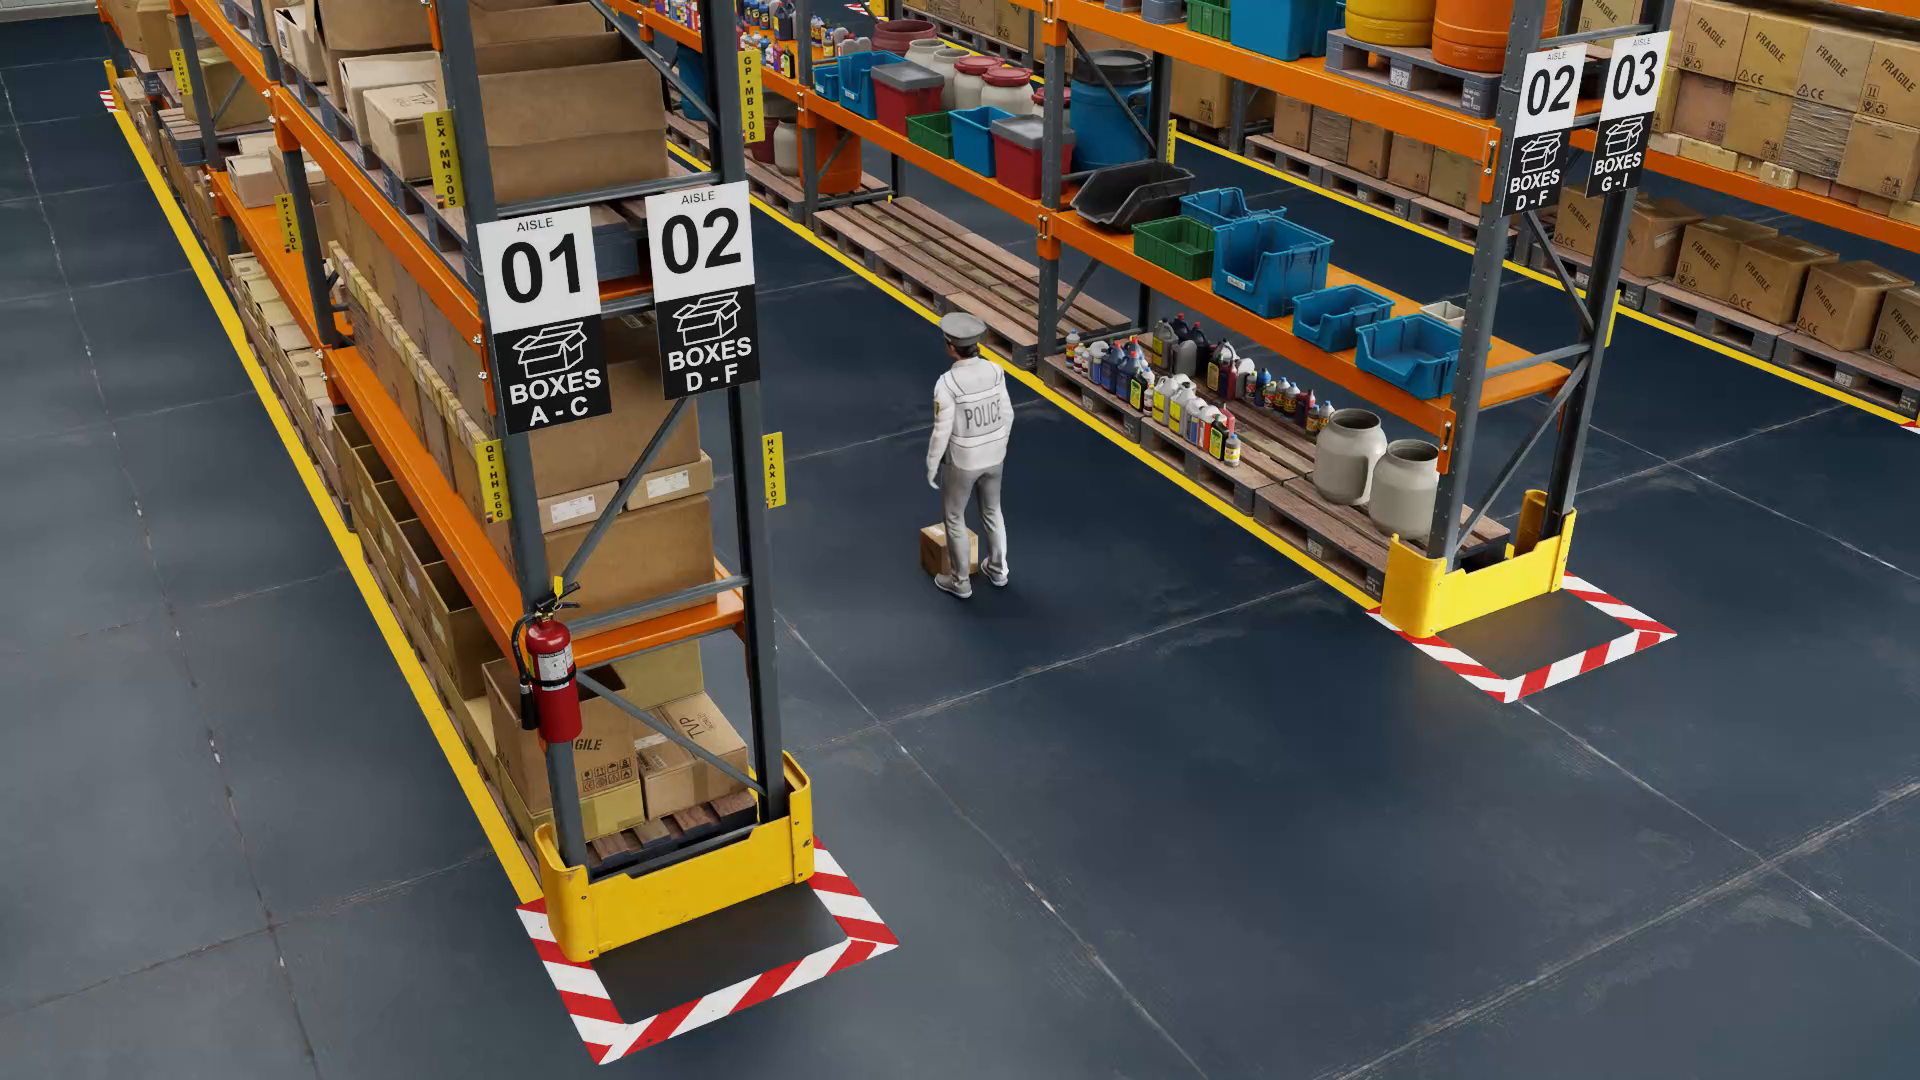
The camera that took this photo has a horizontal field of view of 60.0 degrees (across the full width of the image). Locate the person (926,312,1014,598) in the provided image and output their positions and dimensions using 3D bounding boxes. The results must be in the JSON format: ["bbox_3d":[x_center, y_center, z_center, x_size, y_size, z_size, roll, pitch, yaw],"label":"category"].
[{"bbox_3d":[0.055,-0.454,9.361,0.546,1.667,0.369,-18,34,-28],"label":"person"}]
